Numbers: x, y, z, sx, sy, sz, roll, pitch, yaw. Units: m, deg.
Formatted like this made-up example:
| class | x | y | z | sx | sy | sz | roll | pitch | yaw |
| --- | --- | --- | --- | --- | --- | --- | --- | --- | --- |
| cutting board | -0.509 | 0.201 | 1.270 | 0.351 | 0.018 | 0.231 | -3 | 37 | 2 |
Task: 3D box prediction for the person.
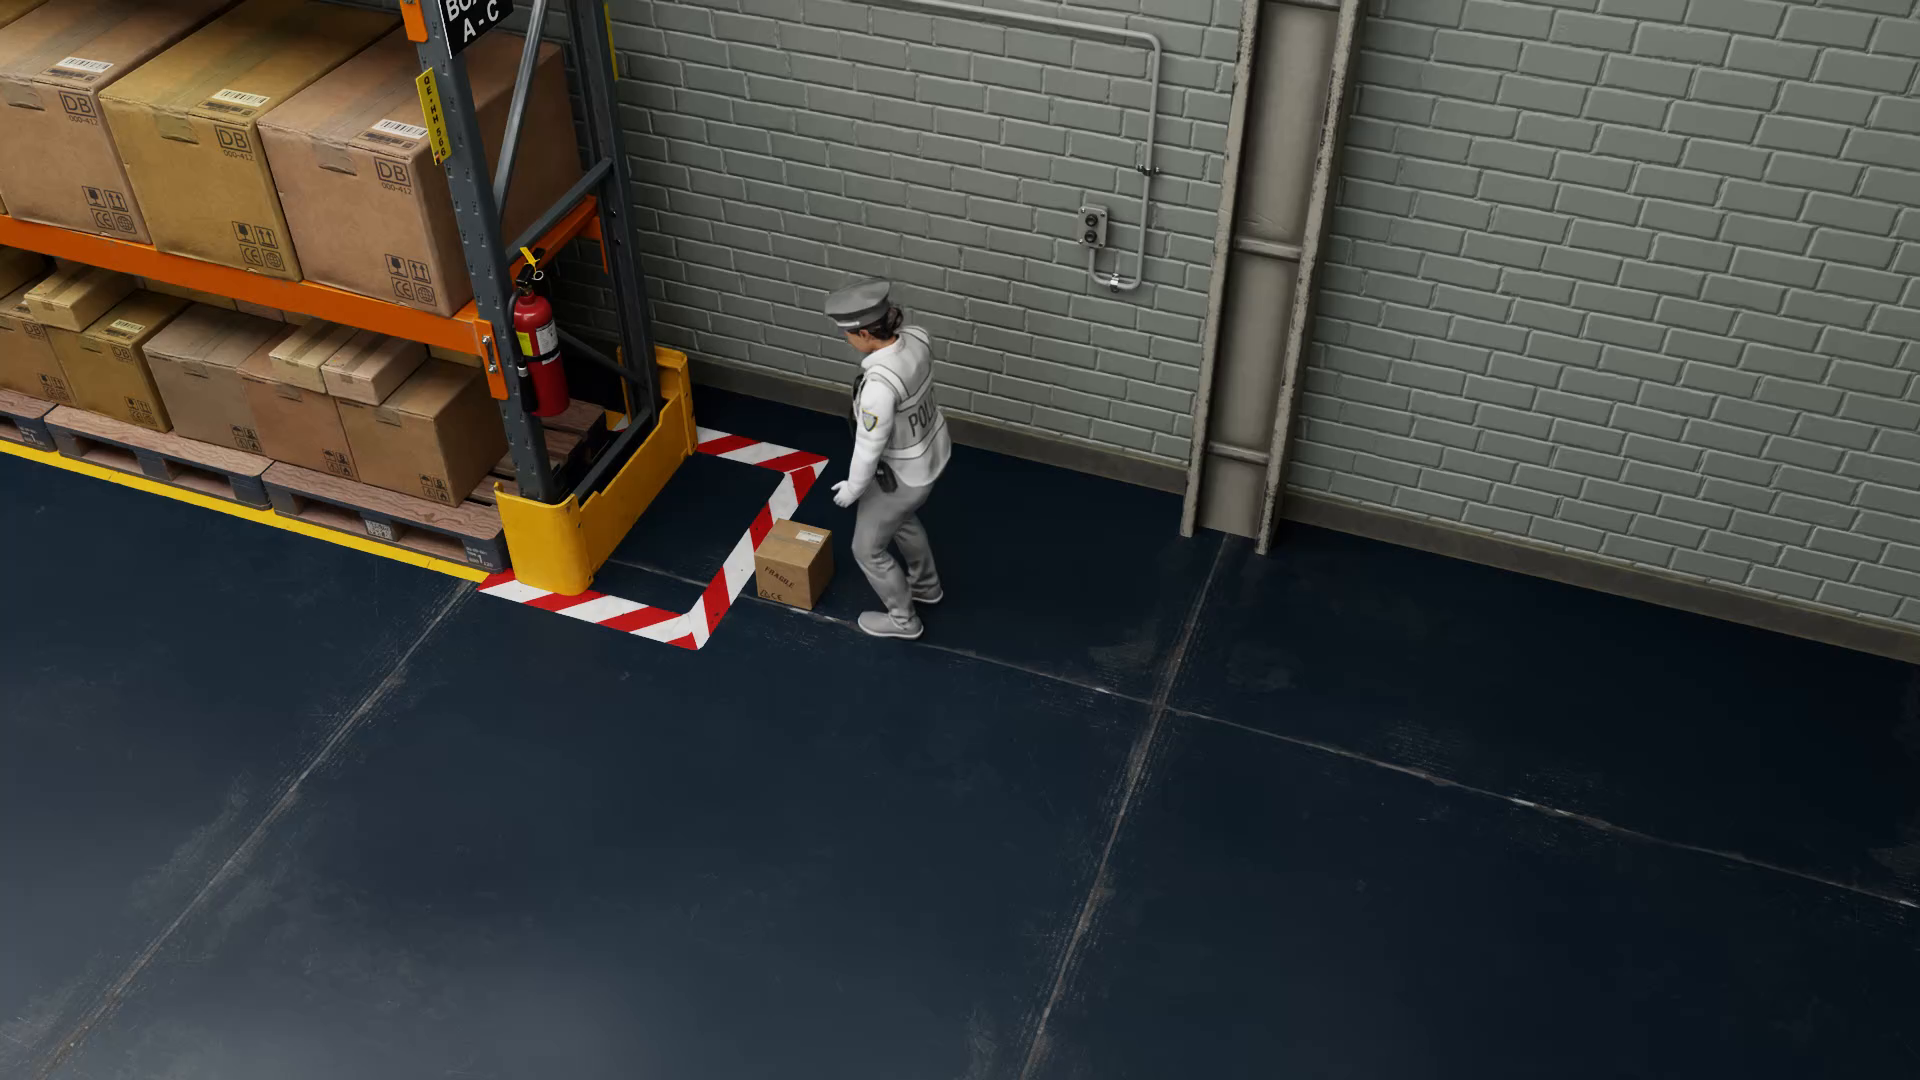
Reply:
| class | x | y | z | sx | sy | sz | roll | pitch | yaw |
| --- | --- | --- | --- | --- | --- | --- | --- | --- | --- |
| person | -0.276 | -0.283 | 6.515 | 0.446 | 1.626 | 0.500 | 15 | 44 | 16 |
